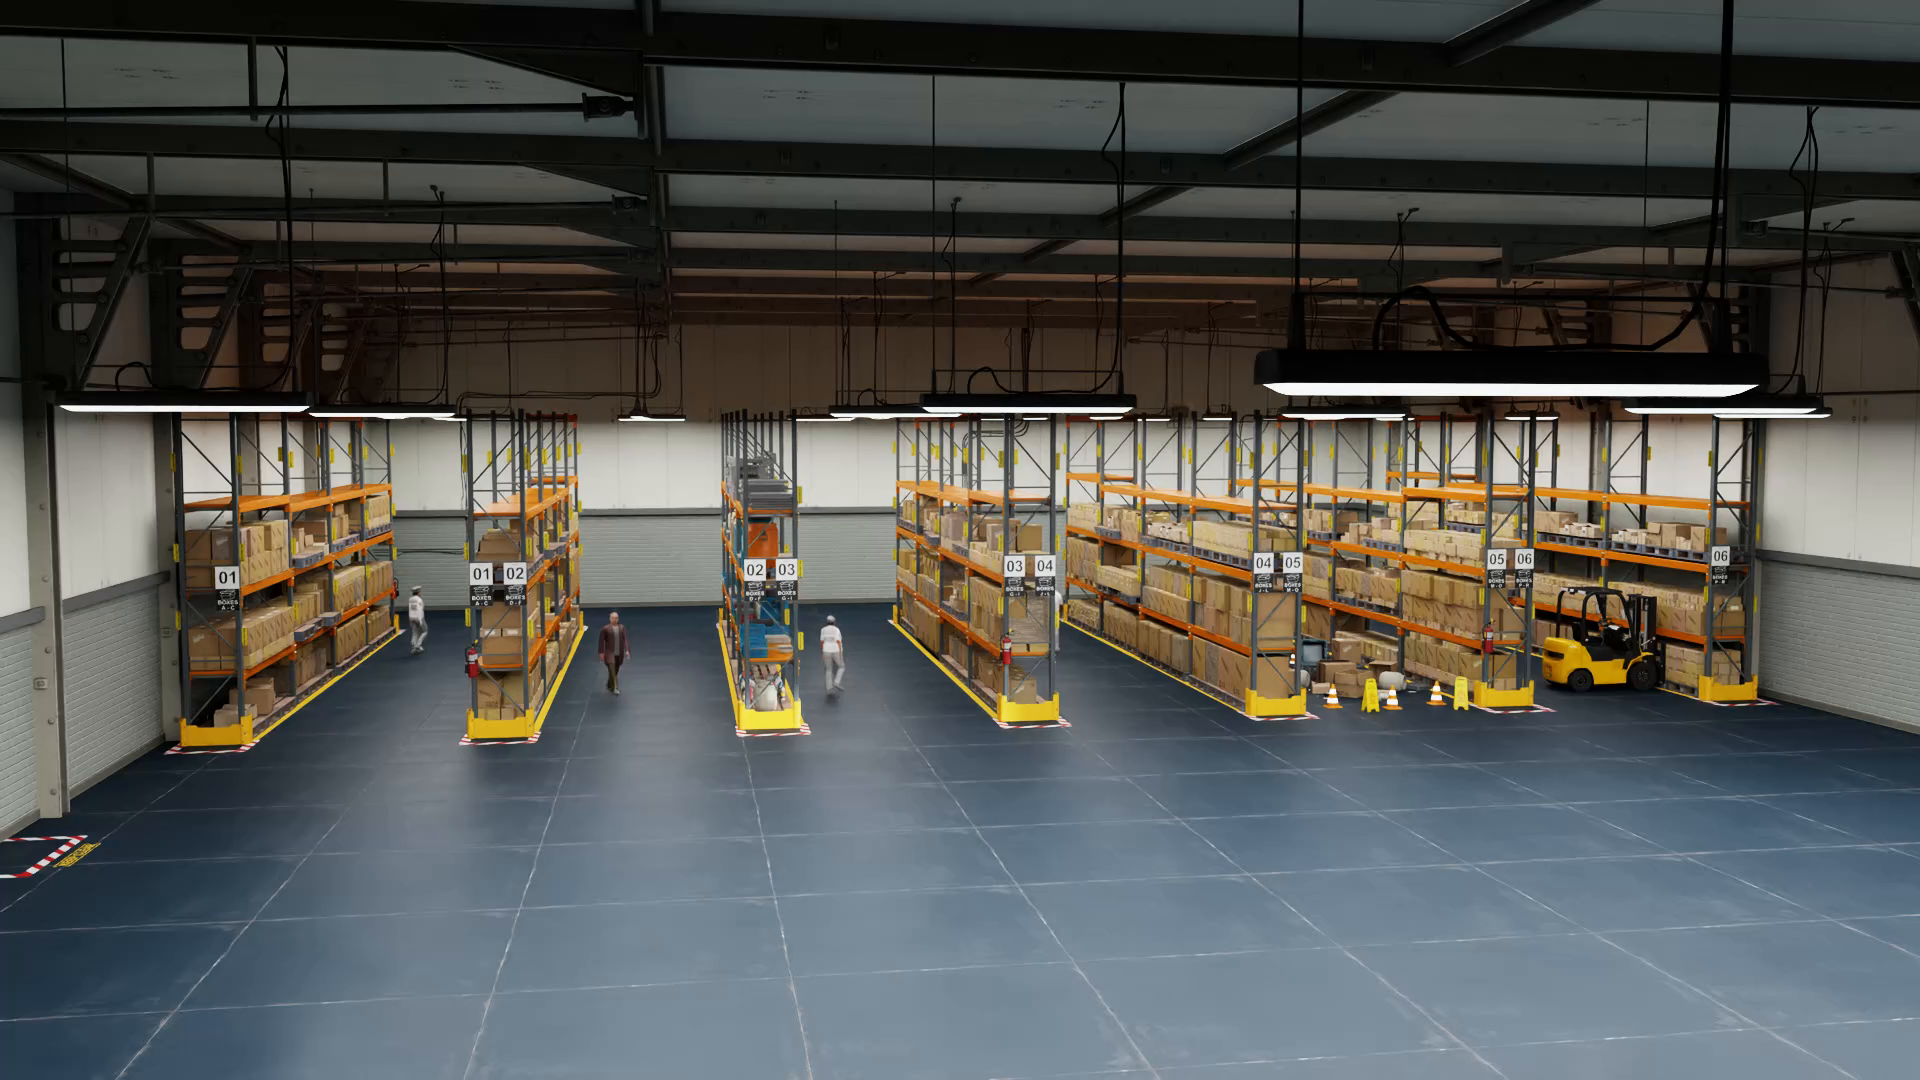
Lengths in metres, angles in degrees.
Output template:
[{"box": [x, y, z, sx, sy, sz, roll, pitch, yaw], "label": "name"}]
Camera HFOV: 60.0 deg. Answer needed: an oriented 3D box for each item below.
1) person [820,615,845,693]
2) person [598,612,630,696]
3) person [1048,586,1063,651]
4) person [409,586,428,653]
[{"box": [-2.712, 2.424, 35.350, 0.538, 1.653, 0.470, 1, 4, 10], "label": "person"}, {"box": [-7.245, 2.441, 35.013, 0.600, 1.628, 1.101, -3, 5, -39], "label": "person"}, {"box": [2.322, 1.912, 42.116, 0.644, 1.706, 1.062, 0, 4, -7], "label": "person"}, {"box": [-13.546, 1.984, 41.464, 0.484, 1.664, 0.427, 2, 4, 21], "label": "person"}]
